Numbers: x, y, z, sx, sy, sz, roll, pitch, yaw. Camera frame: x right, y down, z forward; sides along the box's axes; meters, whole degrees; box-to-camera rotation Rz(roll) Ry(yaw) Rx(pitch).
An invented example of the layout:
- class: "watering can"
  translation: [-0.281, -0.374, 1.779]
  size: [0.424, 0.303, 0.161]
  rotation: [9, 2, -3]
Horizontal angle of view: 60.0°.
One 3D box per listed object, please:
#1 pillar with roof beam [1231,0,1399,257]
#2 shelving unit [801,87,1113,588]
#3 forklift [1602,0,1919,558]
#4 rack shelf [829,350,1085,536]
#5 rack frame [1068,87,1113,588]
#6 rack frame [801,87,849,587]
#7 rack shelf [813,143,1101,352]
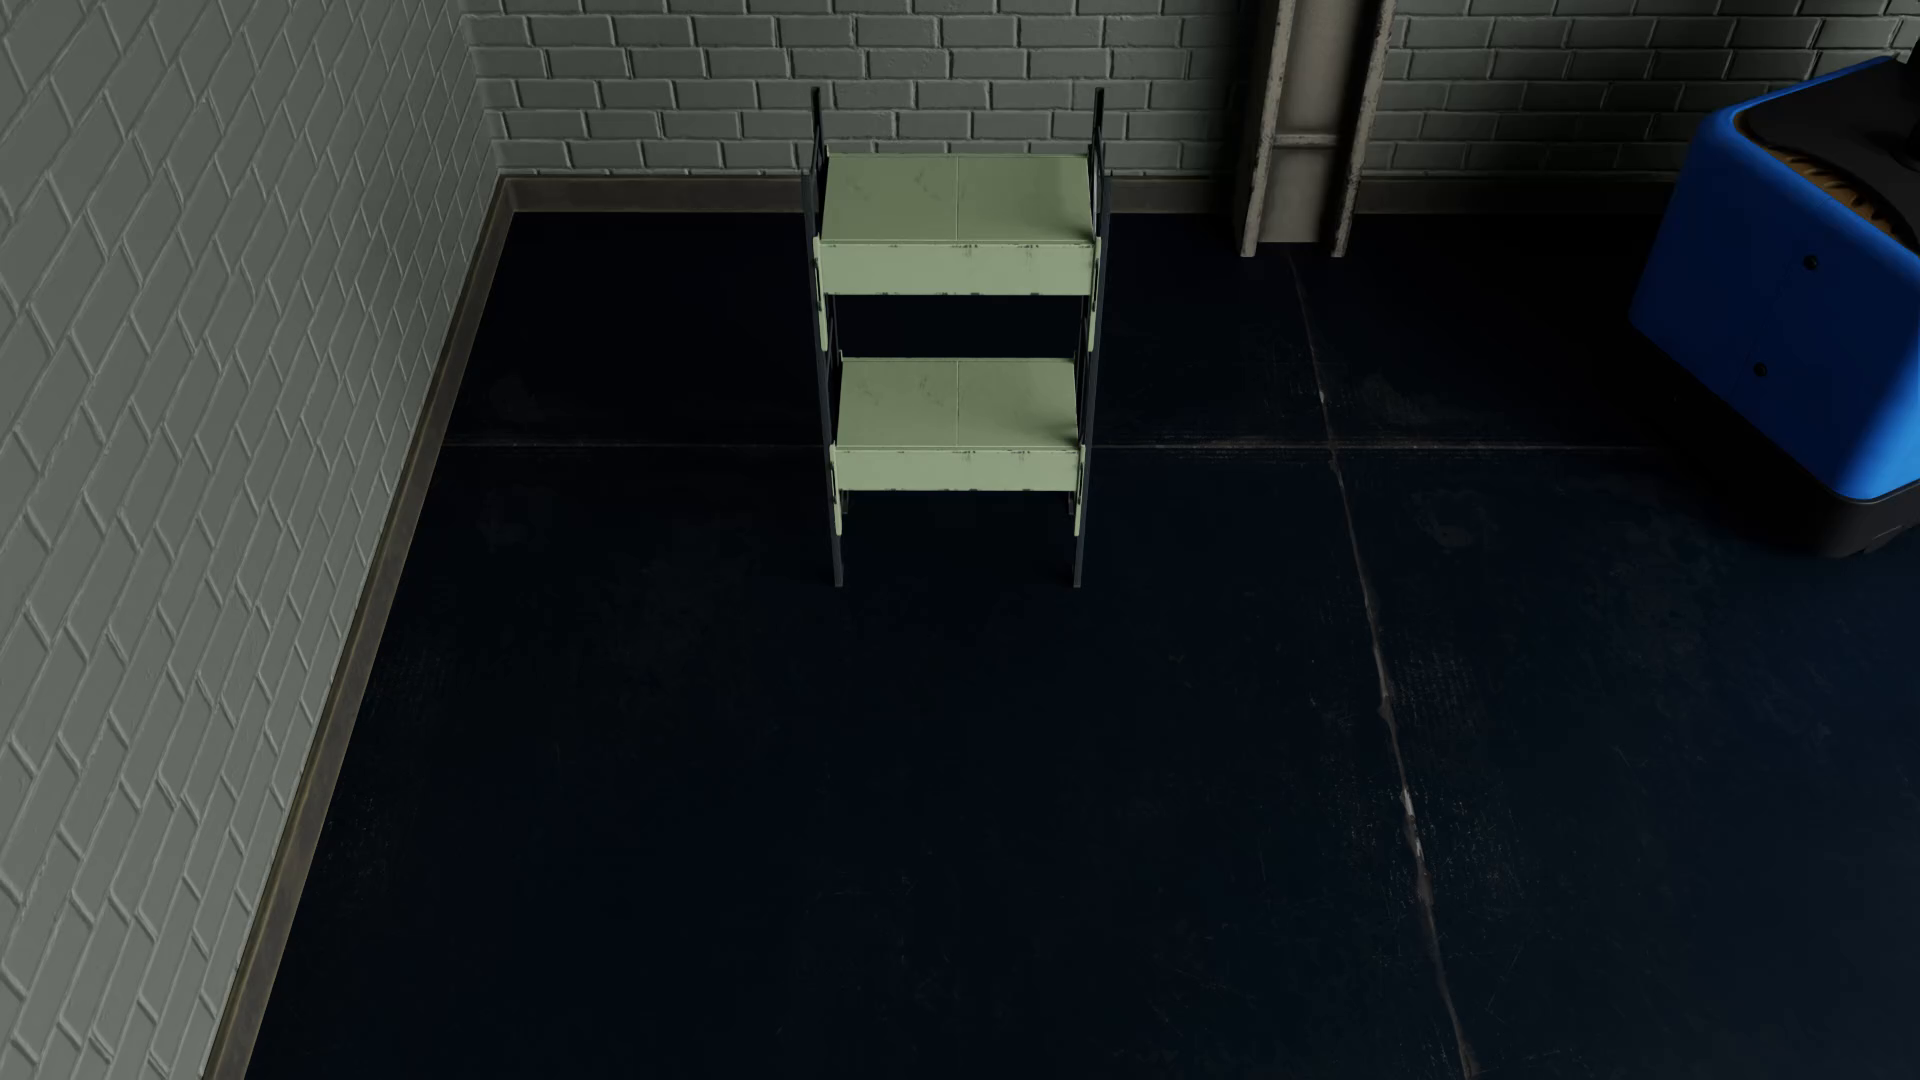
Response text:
- class: "pillar with roof beam"
  translation: [1.231, -1.091, 0.117]
  size: [0.400, 9.000, 9.100]
  rotation: [0, 47, 0]
- class: "shelving unit"
  translation: [-0.007, -0.511, 4.701]
  size: [0.755, 1.500, 0.431]
  rotation: [0, 47, 0]
- class: "forklift"
  translation: [3.750, -1.706, 4.836]
  size: [3.031, 2.935, 1.130]
  rotation: [-20, 50, -18]
- class: "rack shelf"
  translation: [-0.007, -0.289, 4.940]
  size: [0.720, 0.370, 0.431]
  rotation: [0, 47, 0]
- class: "rack frame"
  translation: [0.359, -0.510, 4.700]
  size: [0.023, 1.500, 0.400]
  rotation: [0, 47, 0]
- class: "rack frame"
  translation: [-0.373, -0.512, 4.702]
  size: [0.023, 1.500, 0.400]
  rotation: [0, 47, 0]
- class: "rack shelf"
  translation: [-0.007, -0.777, 4.415]
  size: [0.720, 0.370, 0.431]
  rotation: [0, 47, 0]
